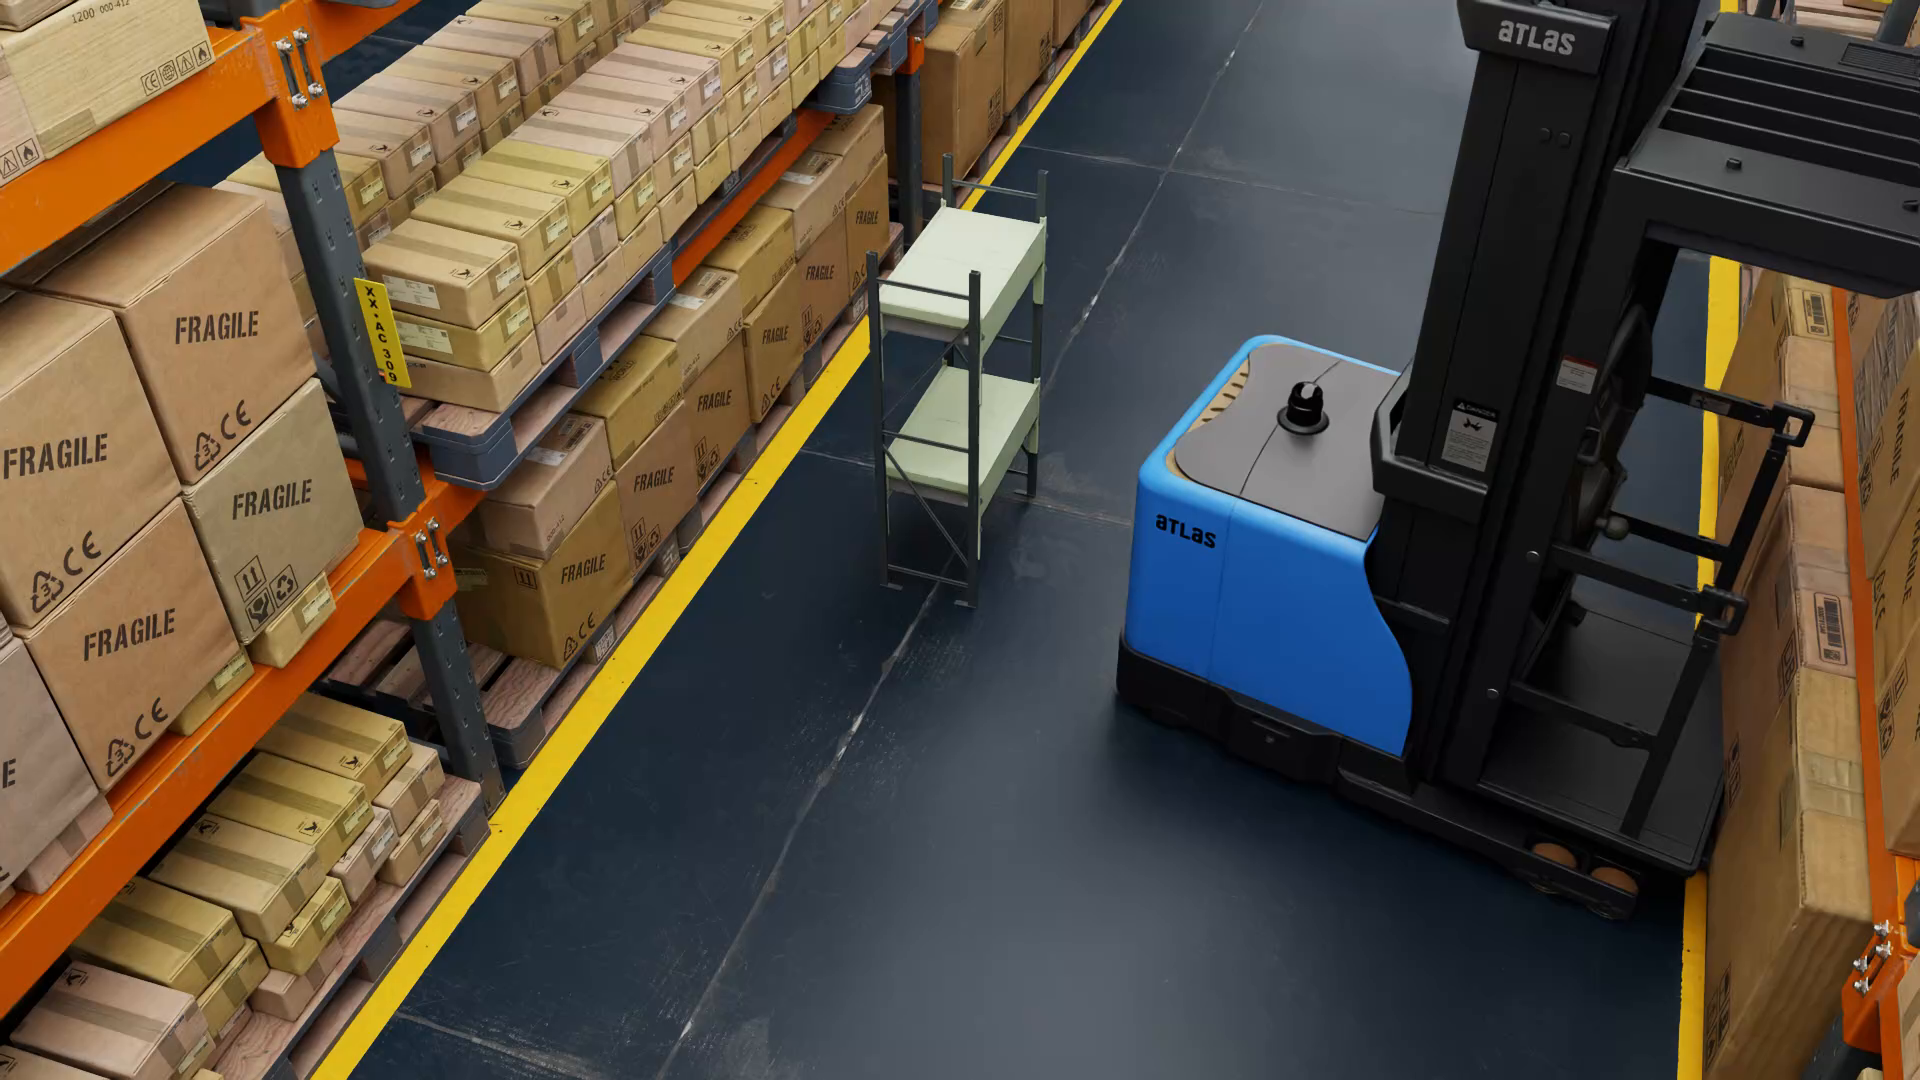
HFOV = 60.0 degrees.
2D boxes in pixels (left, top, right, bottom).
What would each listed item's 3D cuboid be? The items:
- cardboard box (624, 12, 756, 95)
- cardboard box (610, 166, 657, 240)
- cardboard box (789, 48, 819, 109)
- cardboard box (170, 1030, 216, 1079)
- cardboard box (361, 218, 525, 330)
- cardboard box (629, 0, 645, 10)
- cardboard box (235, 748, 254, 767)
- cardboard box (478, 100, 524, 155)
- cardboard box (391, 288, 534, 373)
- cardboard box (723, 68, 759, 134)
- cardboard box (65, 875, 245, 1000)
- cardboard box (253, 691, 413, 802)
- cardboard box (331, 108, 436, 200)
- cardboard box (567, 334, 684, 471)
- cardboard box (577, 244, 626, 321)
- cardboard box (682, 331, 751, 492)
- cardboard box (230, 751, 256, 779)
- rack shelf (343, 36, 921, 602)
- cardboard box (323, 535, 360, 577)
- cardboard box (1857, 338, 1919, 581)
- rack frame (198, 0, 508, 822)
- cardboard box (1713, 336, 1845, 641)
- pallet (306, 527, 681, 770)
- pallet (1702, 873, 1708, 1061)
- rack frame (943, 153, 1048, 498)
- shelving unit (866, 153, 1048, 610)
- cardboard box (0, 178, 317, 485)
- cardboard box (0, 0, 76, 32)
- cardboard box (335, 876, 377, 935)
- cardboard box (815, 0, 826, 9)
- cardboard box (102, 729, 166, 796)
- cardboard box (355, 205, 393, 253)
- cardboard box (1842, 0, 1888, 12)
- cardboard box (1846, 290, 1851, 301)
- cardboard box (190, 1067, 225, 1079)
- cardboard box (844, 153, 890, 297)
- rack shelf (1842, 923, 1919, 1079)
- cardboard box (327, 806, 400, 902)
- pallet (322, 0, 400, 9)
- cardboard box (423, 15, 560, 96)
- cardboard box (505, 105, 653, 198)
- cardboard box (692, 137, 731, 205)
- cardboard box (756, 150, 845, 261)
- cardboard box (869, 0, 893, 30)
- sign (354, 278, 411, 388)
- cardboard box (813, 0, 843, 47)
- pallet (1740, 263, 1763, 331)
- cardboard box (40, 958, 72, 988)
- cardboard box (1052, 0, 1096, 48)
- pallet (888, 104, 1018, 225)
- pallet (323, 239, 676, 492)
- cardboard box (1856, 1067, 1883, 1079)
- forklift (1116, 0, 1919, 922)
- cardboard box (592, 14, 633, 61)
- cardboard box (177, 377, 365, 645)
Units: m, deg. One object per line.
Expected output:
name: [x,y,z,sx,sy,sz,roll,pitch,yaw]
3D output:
cardboard box: [-0.949,-1.716,5.862,0.380,0.149,0.250,15,43,16]
cardboard box: [-1.216,-1.123,5.396,0.380,0.149,0.250,12,42,13]
cardboard box: [-0.769,-1.810,6.431,0.380,0.149,0.250,12,42,13]
cardboard box: [-2.258,1.367,4.480,0.380,0.149,0.250,14,43,16]
cardboard box: [-1.479,-0.762,4.743,0.380,0.149,0.250,15,43,17]
cardboard box: [-1.378,-2.184,6.411,0.380,0.149,0.250,15,43,17]
cardboard box: [-2.359,0.530,5.233,0.380,0.149,0.250,15,43,17]
cardboard box: [-1.740,-1.435,5.761,0.380,0.149,0.250,11,42,13]
cardboard box: [-1.479,-0.649,4.840,0.380,0.149,0.250,14,42,16]
cardboard box: [-0.946,-1.603,5.958,0.380,0.149,0.250,12,42,14]
cardboard box: [-2.214,1.099,4.565,0.380,0.149,0.250,15,43,16]
cardboard box: [-1.923,0.640,5.103,0.380,0.149,0.250,14,43,16]
cardboard box: [-1.911,-1.233,5.296,0.380,0.149,0.250,12,42,14]
cardboard box: [-1.366,-0.544,6.102,0.500,0.250,0.500,14,43,16]
cardboard box: [-1.301,-0.857,5.314,0.380,0.149,0.250,14,42,15]
cardboard box: [-1.199,-0.579,6.720,0.500,0.500,0.500,14,42,16]
cardboard box: [-2.471,0.629,5.346,0.380,0.149,0.250,15,43,17]
rack shelf: [-1.362,-1.279,6.492,1.077,0.370,4.000,13,42,15]
cardboard box: [-1.924,-0.011,4.646,0.380,0.149,0.250,13,42,15]
cardboard box: [2.831,-0.175,4.567,0.500,0.500,0.500,13,42,15]
rack frame: [-2.046,-0.333,4.829,1.000,3.000,0.127,13,42,15]
cardboard box: [3.380,-0.003,5.756,1.225,0.875,0.875,13,42,15]
pallet: [-1.781,0.253,6.291,1.003,0.211,1.213,13,42,15]
pallet: [2.773,1.403,4.943,1.003,0.211,1.213,13,42,15]
rack frame: [0.127,-0.798,6.530,0.400,1.500,0.023,13,42,15]
shelving unit: [0.002,-0.575,6.268,0.431,1.500,0.755,13,42,15]
cardboard box: [-1.953,-0.518,3.969,0.500,0.500,0.500,12,42,14]
cardboard box: [-1.965,-1.269,3.346,0.500,0.250,0.500,11,42,13]
cardboard box: [-2.028,1.047,5.085,0.380,0.149,0.250,14,43,16]
cardboard box: [-0.681,-2.186,6.413,0.380,0.149,0.250,15,43,16]
cardboard box: [-2.210,0.462,4.091,0.380,0.149,0.250,12,42,14]
cardboard box: [-2.007,-0.958,5.202,0.380,0.149,0.250,14,42,15]
cardboard box: [4.192,-2.509,6.979,0.700,0.500,0.500,19,44,21]
cardboard box: [3.352,-1.097,5.648,0.500,0.500,0.500,12,42,14]
cardboard box: [-2.214,1.538,4.509,0.380,0.149,0.250,13,42,15]
cardboard box: [-0.658,-1.522,7.825,0.500,0.500,0.500,13,42,15]
rack shelf: [1.896,2.323,2.270,1.077,0.370,4.000,13,42,15]
cardboard box: [-1.936,0.909,5.017,0.380,0.149,0.250,11,42,13]
pallet: [-1.735,-1.756,4.330,1.213,0.211,1.003,13,42,15]
cardboard box: [-1.646,-1.706,5.851,0.380,0.149,0.250,11,42,13]
cardboard box: [-1.212,-1.241,5.305,0.380,0.149,0.250,13,42,15]
cardboard box: [-1.038,-1.333,5.871,0.380,0.149,0.250,13,42,14]
cardboard box: [-0.828,-1.481,7.199,0.500,0.250,0.500,14,42,16]
cardboard box: [-0.502,-2.283,6.985,0.380,0.149,0.250,13,42,15]
sign: [-1.534,-0.547,4.413,0.100,0.325,0.005,13,42,15]
cardboard box: [-0.683,-2.071,6.507,0.380,0.149,0.250,13,42,15]
pallet: [4.217,-1.026,7.790,1.003,0.211,1.213,13,42,15]
cardboard box: [-2.618,1.124,4.766,0.380,0.149,0.250,11,42,13]
cardboard box: [0.228,-3.530,9.986,1.050,0.750,0.750,13,42,15]
pallet: [-0.338,-2.176,9.138,1.003,0.211,1.213,13,42,15]
pallet: [-1.648,-0.694,5.400,1.003,0.211,1.213,13,42,15]
cardboard box: [2.279,1.863,3.569,0.875,0.875,0.875,13,42,15]
forklift: [2.094,-0.300,4.843,3.031,2.935,1.130,21,45,23]
cardboard box: [-1.471,-1.914,6.323,0.380,0.149,0.250,13,42,15]
cardboard box: [-1.946,-0.126,4.281,0.500,0.500,0.500,13,42,15]
